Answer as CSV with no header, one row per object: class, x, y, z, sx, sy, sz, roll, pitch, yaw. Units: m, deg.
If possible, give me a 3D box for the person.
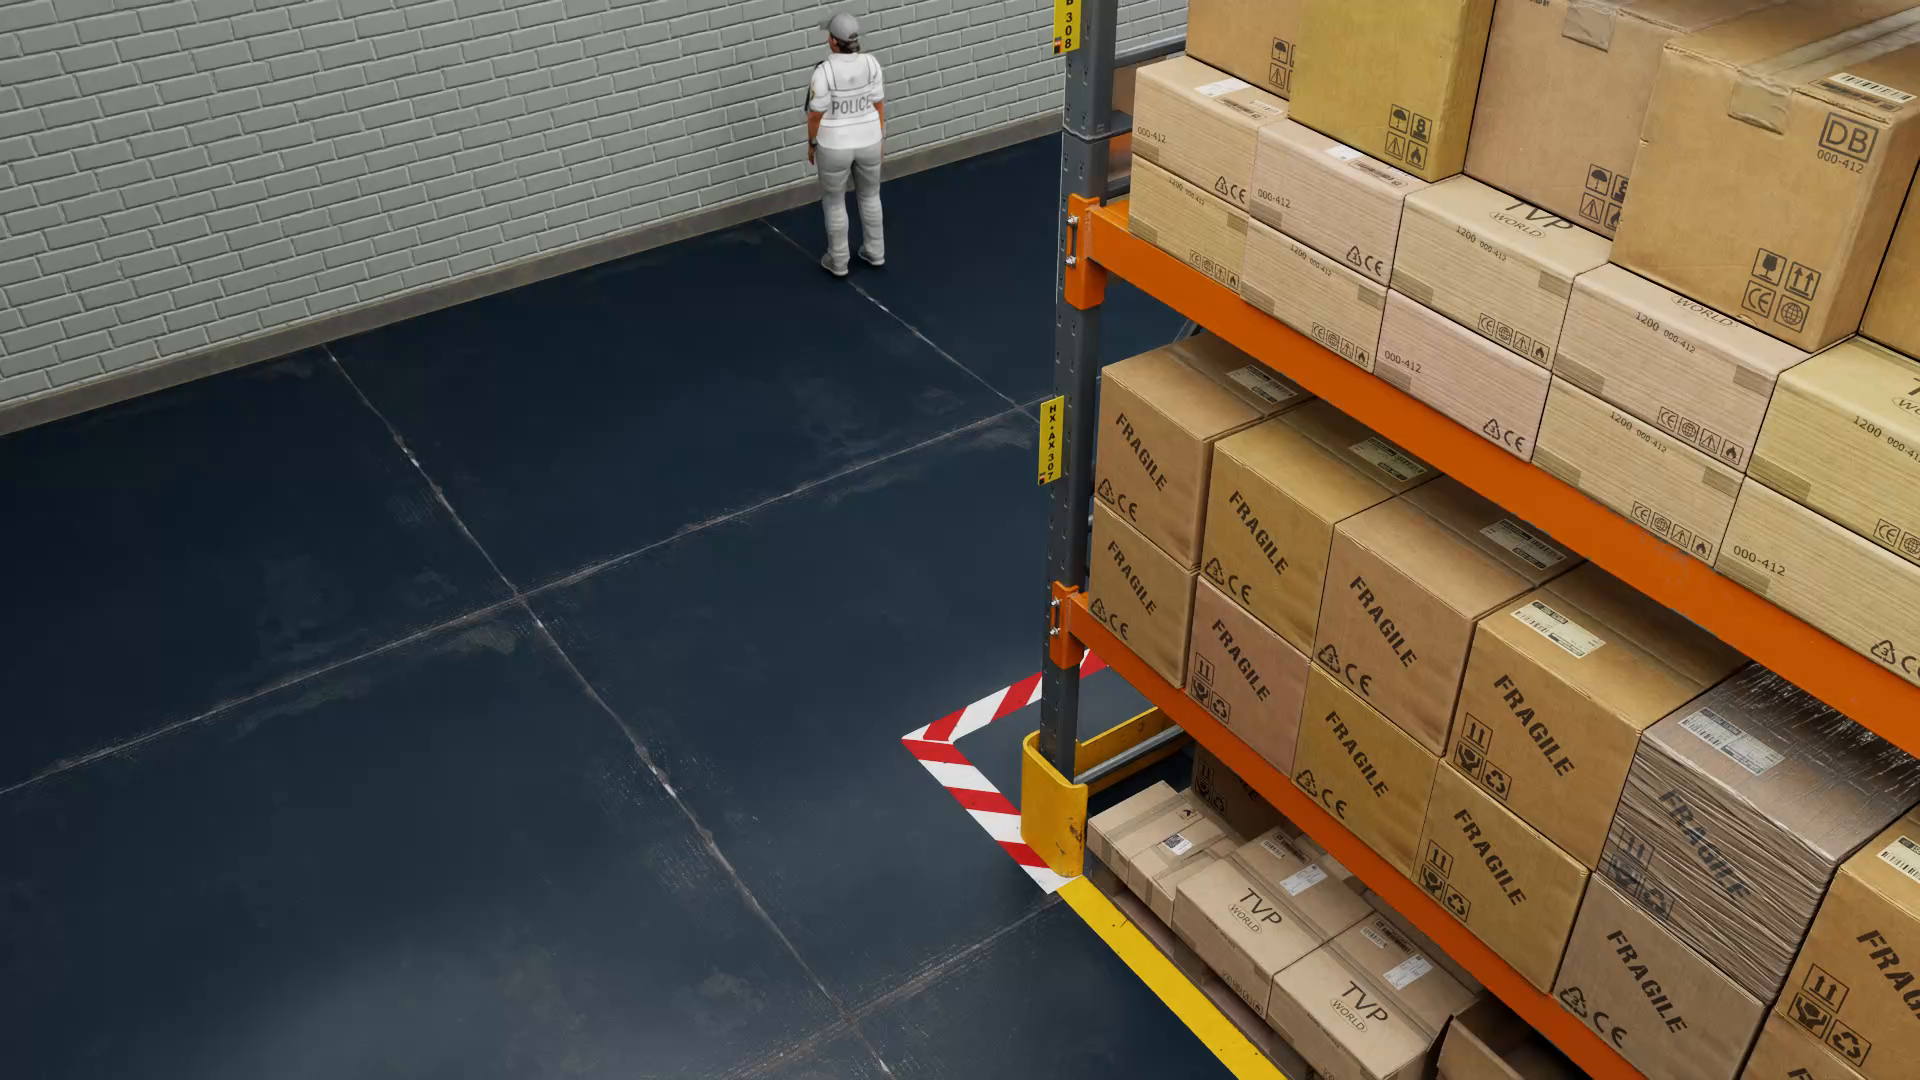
person,-0.703,-2.423,10.229,0.492,1.678,0.414,-16,39,-20
